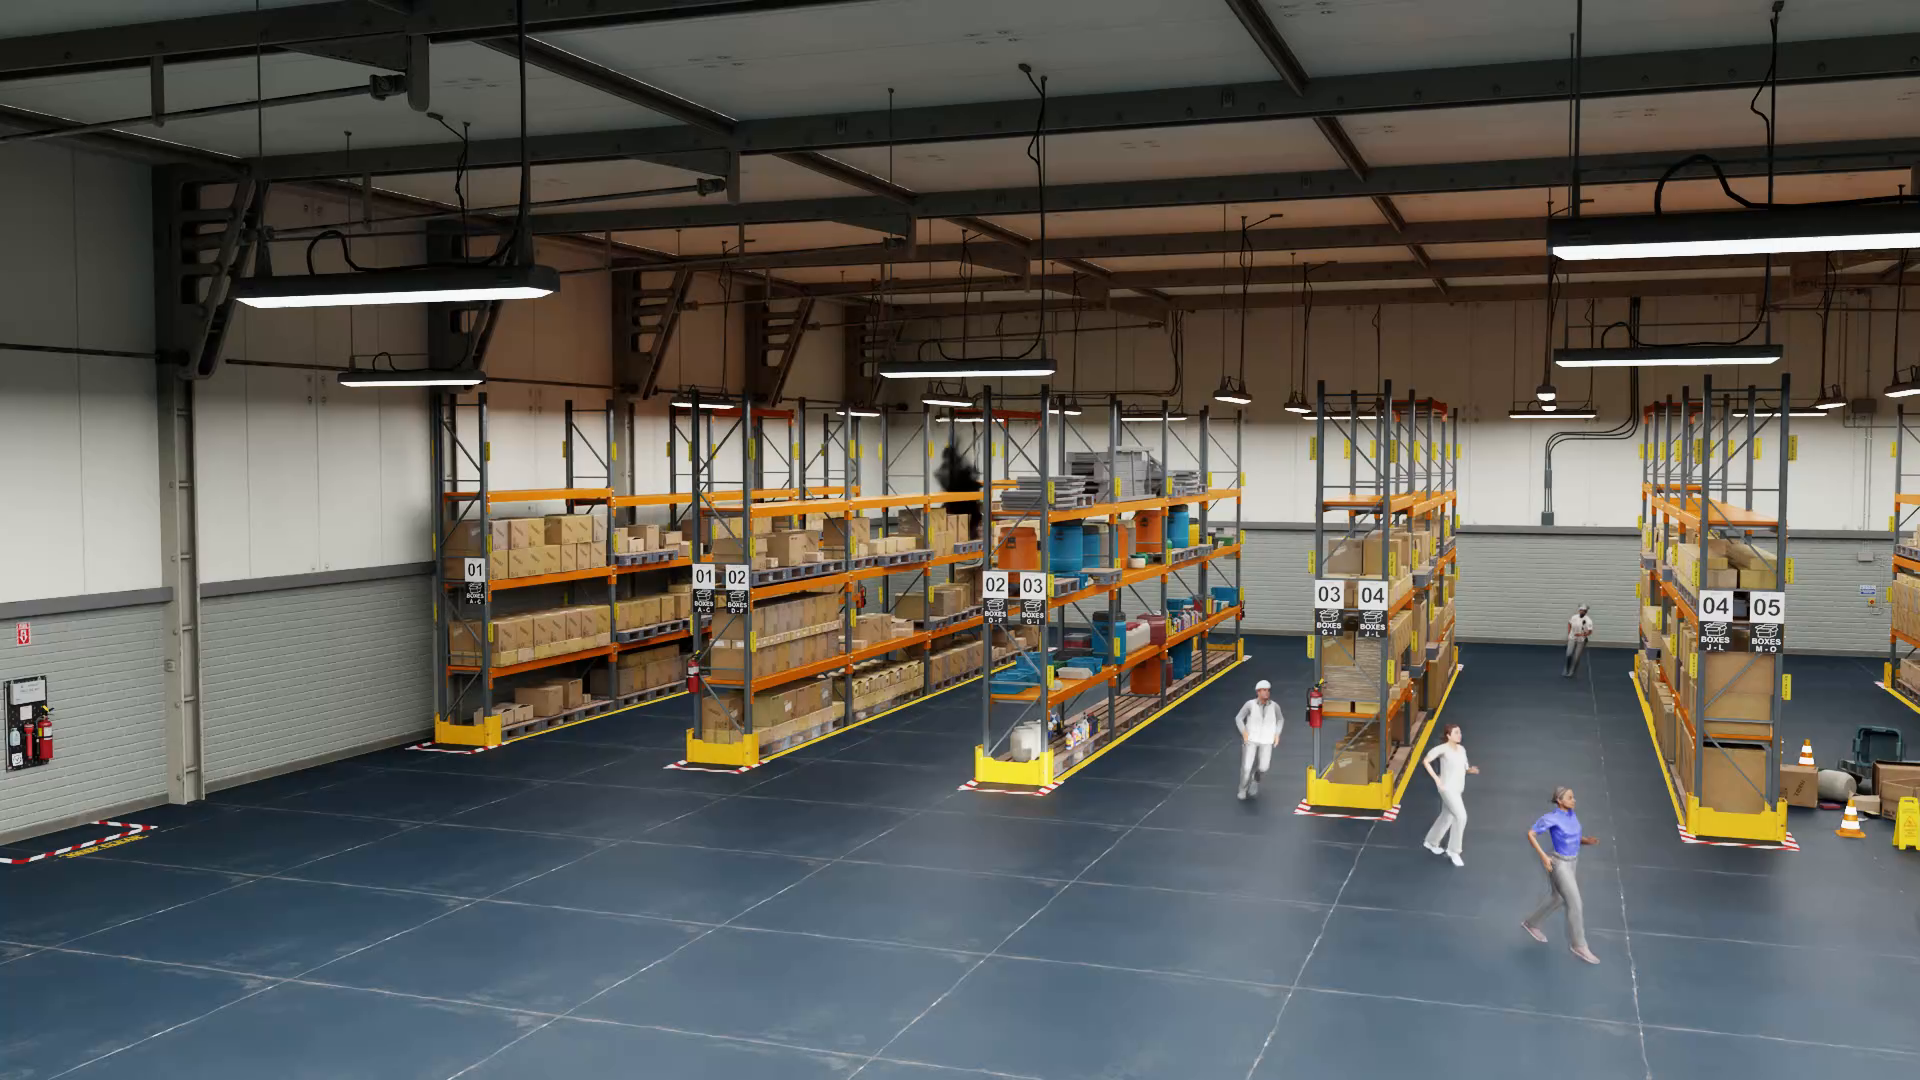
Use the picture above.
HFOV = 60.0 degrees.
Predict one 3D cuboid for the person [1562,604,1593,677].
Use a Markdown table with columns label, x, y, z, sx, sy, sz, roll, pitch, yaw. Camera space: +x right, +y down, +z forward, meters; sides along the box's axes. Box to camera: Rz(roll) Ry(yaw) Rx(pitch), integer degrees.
| label | x | y | z | sx | sy | sz | roll | pitch | yaw |
| --- | --- | --- | --- | --- | --- | --- | --- | --- | --- |
| person | 13.644 | 2.217 | 36.726 | 0.621 | 1.638 | 0.620 | 2 | 3 | 30 |

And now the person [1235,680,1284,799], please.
| label | x | y | z | sx | sy | sz | roll | pitch | yaw |
| --- | --- | --- | --- | --- | --- | --- | --- | --- | --- |
| person | 4.313 | 2.874 | 23.868 | 0.713 | 1.718 | 0.544 | 0 | 3 | 3 |

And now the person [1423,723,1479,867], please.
| label | x | y | z | sx | sy | sz | roll | pitch | yaw |
| --- | --- | --- | --- | --- | --- | --- | --- | --- | --- |
| person | 5.982 | 3.090 | 20.313 | 0.545 | 1.724 | 0.755 | -2 | 4 | -38 |

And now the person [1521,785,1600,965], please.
| label | x | y | z | sx | sy | sz | roll | pitch | yaw |
| --- | --- | --- | --- | --- | --- | --- | --- | --- | --- |
| person | 5.984 | 3.279 | 16.511 | 0.838 | 1.687 | 0.559 | 3 | 4 | 44 |
